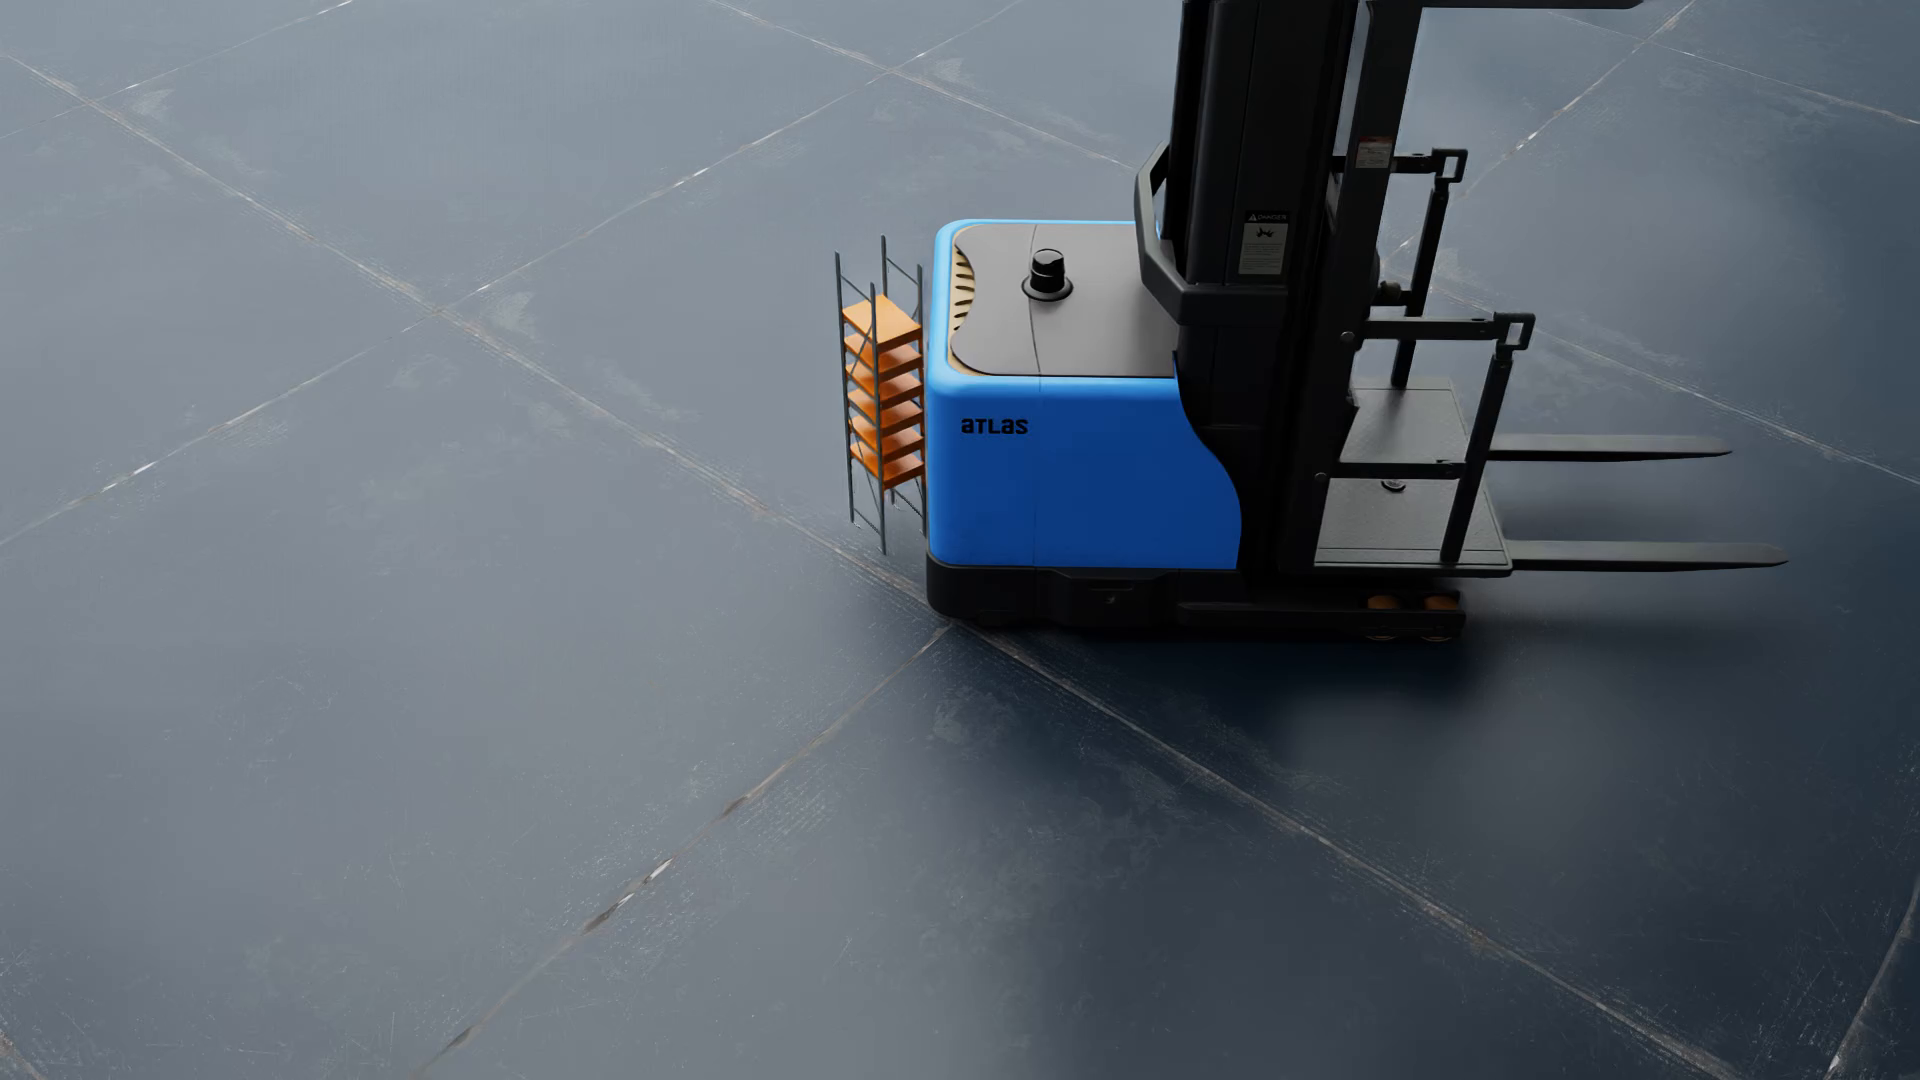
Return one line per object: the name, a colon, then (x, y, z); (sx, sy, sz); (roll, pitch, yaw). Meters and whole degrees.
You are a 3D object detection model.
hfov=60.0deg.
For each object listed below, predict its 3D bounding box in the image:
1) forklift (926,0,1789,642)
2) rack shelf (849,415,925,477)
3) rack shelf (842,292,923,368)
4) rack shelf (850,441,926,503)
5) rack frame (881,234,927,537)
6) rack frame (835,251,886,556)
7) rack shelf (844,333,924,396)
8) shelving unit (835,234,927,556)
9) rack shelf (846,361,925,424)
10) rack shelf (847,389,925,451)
forklift: (1.406, -1.091, 5.271); (3.031, 2.935, 1.130); (1, 42, 1)
rack shelf: (-0.271, -0.364, 6.003); (0.180, 0.103, 0.258); (-25, 48, -25)
rack shelf: (-0.271, -0.719, 5.680); (0.180, 0.103, 0.258); (-25, 48, -25)
rack shelf: (-0.271, -0.275, 6.084); (0.180, 0.103, 0.258); (-25, 48, -25)
rack frame: (-0.195, -0.521, 5.931); (0.006, 1.200, 0.240); (-25, 48, -25)
rack frame: (-0.346, -0.451, 5.854); (0.006, 1.200, 0.240); (-25, 48, -25)
rack shelf: (-0.271, -0.630, 5.761); (0.180, 0.103, 0.258); (-25, 48, -25)
shelving unit: (-0.271, -0.486, 5.892); (0.189, 1.200, 0.258); (-25, 48, -25)
rack shelf: (-0.271, -0.542, 5.841); (0.180, 0.103, 0.258); (-25, 48, -25)
rack shelf: (-0.271, -0.453, 5.922); (0.180, 0.103, 0.258); (-25, 48, -25)
